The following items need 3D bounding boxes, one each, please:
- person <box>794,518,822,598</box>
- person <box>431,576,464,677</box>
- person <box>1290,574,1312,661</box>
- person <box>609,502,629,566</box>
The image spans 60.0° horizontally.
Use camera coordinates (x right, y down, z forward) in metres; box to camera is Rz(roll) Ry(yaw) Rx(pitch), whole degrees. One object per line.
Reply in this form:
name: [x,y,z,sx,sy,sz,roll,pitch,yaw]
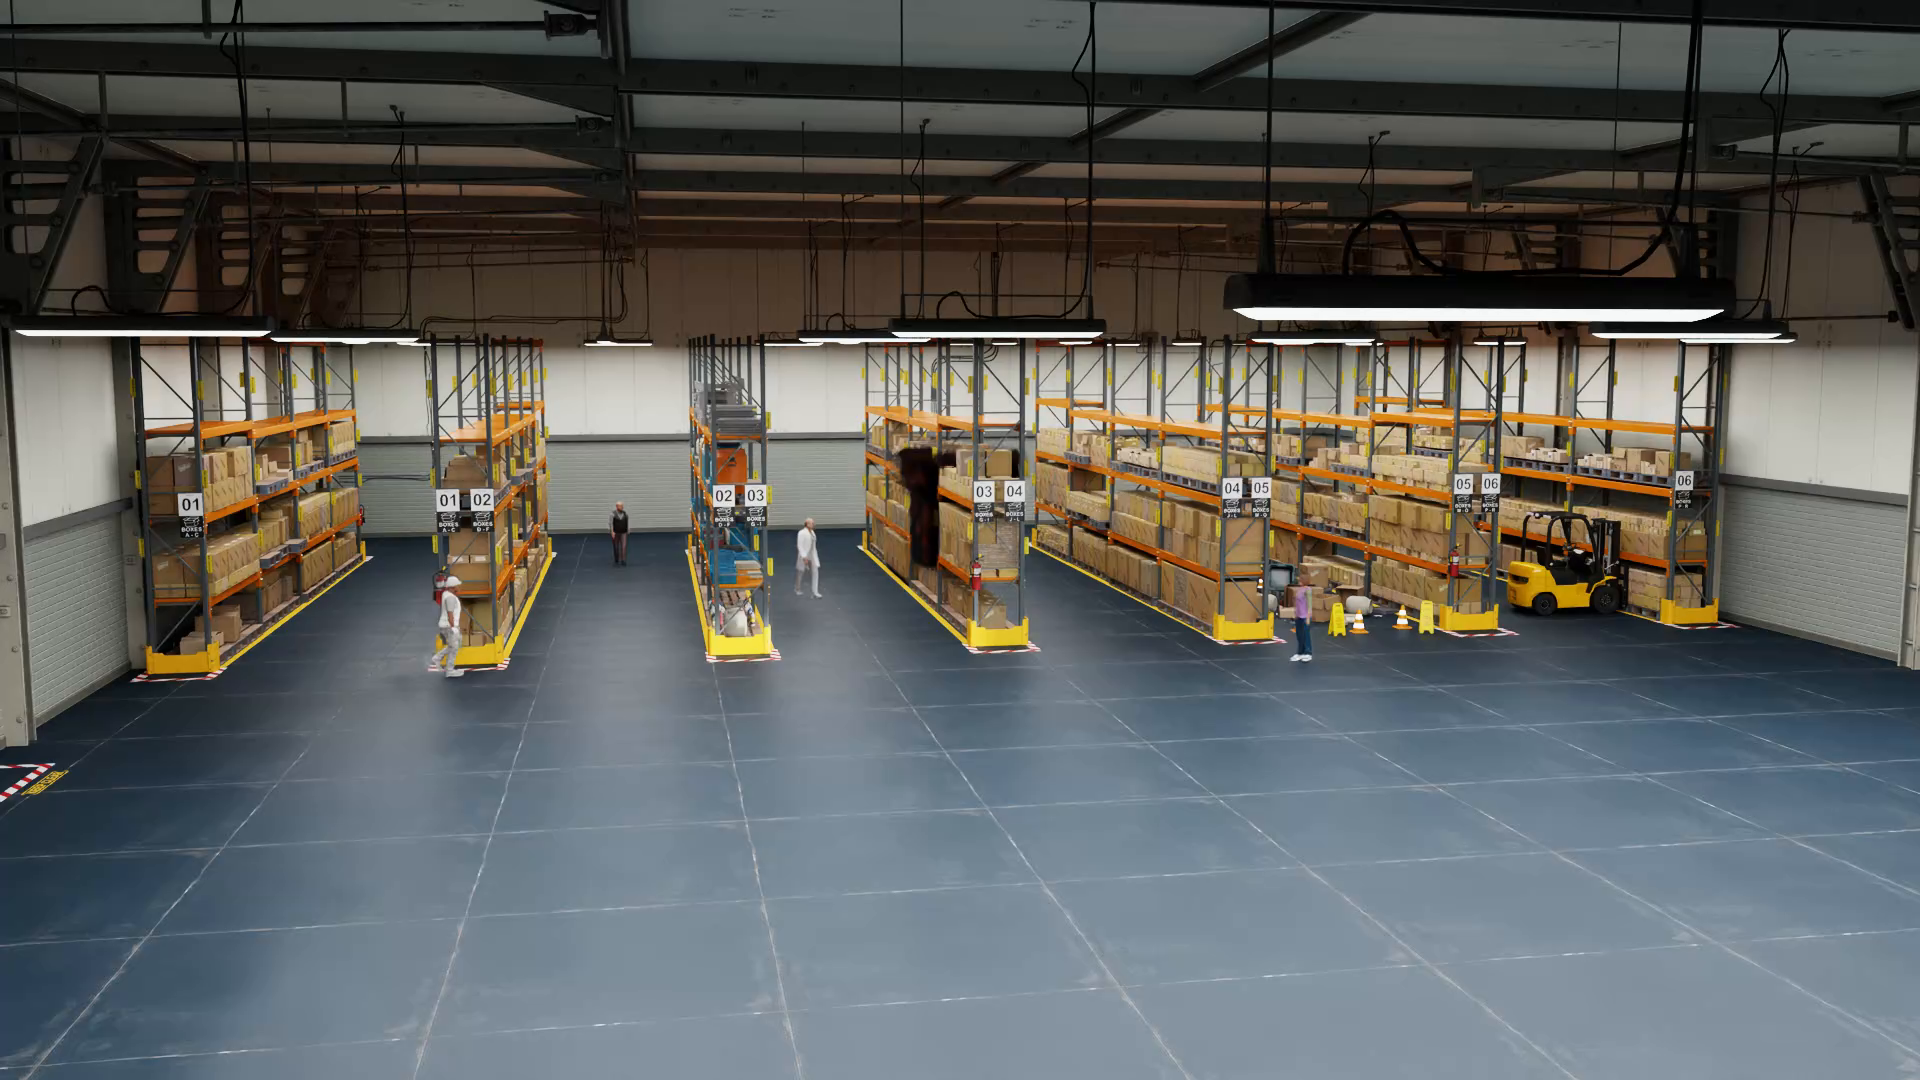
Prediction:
person: [-3.357,0.395,36.460,0.532,1.743,1.055,-3,7,-23]
person: [-8.964,1.516,29.004,0.587,1.767,0.588,-1,7,-10]
person: [6.313,1.445,30.609,0.360,1.591,0.451,-4,8,-29]
person: [-9.044,-0.168,44.144,0.526,1.679,0.988,-2,7,-13]
